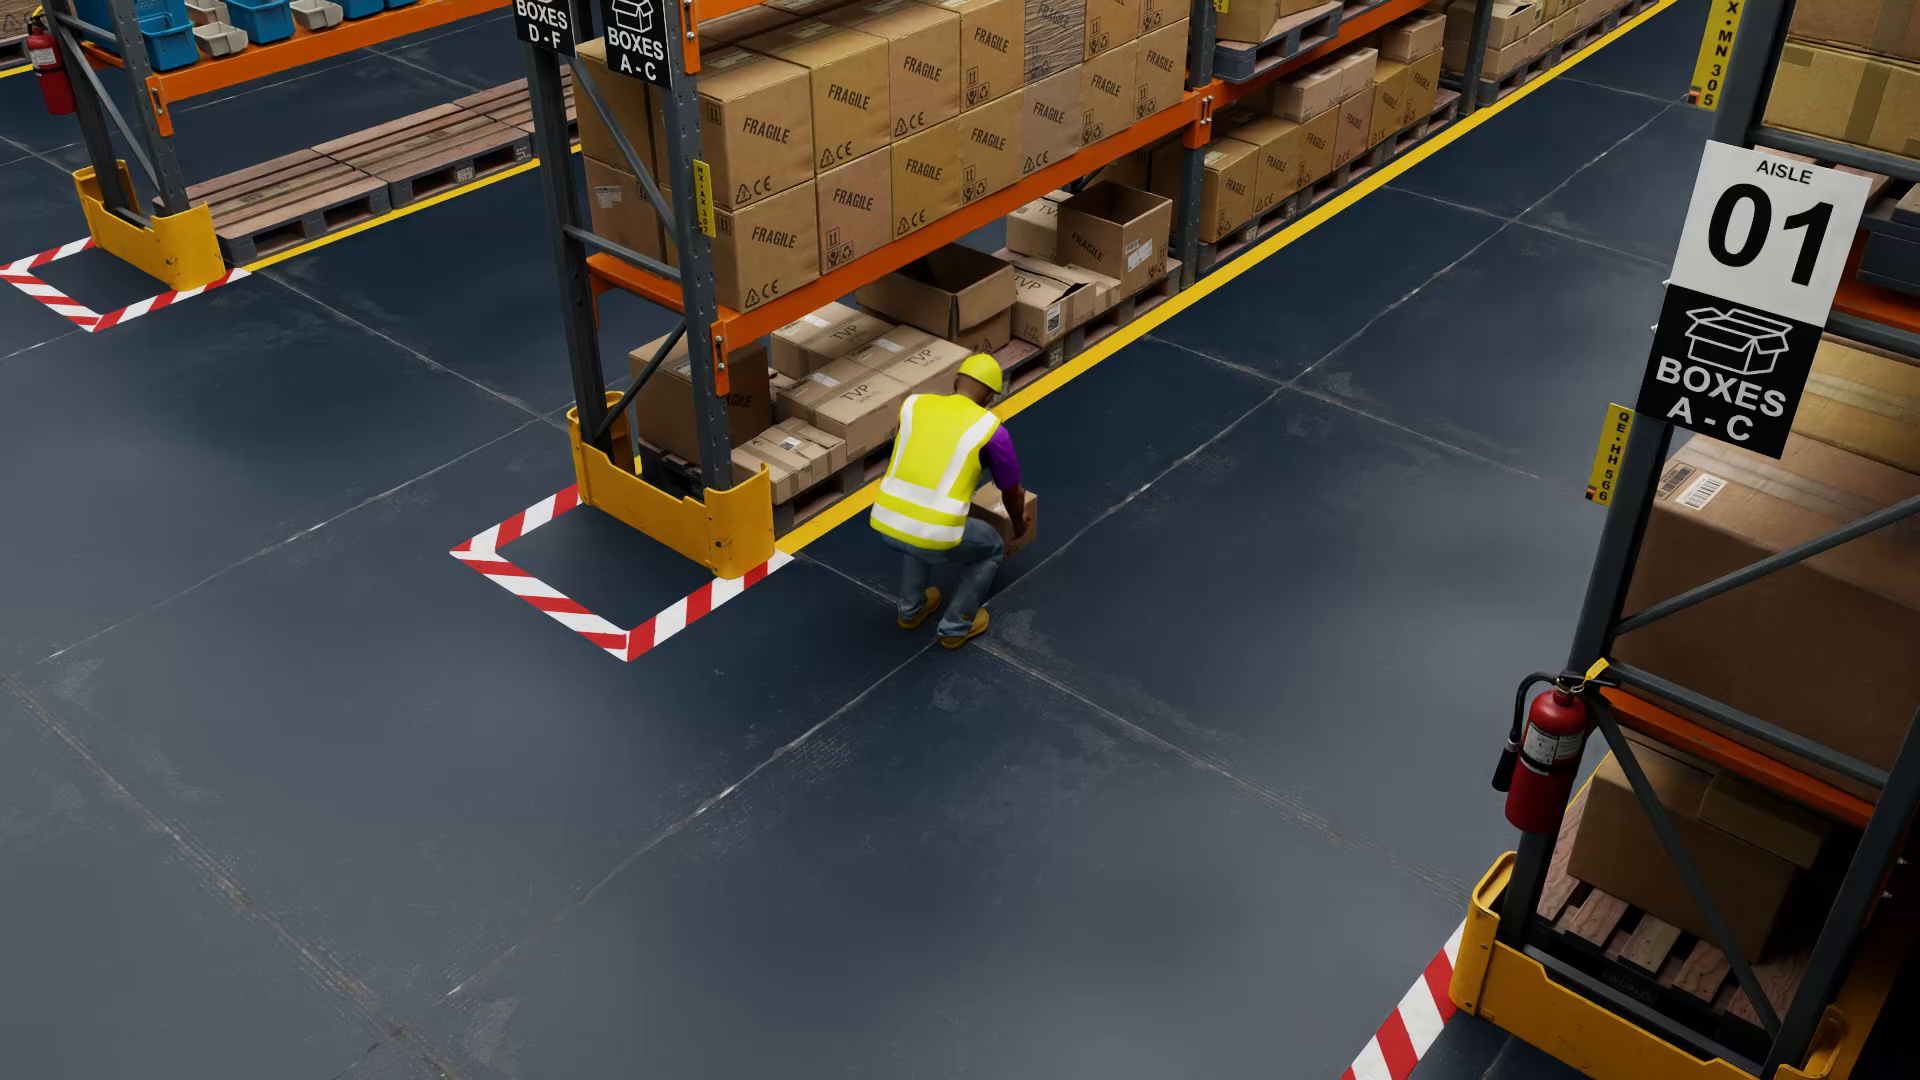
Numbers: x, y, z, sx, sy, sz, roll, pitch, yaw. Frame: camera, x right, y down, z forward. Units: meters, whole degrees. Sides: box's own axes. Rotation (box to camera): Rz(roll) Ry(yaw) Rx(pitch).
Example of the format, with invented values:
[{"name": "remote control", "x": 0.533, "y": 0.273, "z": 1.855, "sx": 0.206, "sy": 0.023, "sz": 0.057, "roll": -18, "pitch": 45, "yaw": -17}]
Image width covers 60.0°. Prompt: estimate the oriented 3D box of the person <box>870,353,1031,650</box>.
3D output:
[{"name": "person", "x": -0.076, "y": -0.169, "z": 7.489, "sx": 0.623, "sy": 1.233, "sz": 0.832, "roll": 22, "pitch": 40, "yaw": 28}]
